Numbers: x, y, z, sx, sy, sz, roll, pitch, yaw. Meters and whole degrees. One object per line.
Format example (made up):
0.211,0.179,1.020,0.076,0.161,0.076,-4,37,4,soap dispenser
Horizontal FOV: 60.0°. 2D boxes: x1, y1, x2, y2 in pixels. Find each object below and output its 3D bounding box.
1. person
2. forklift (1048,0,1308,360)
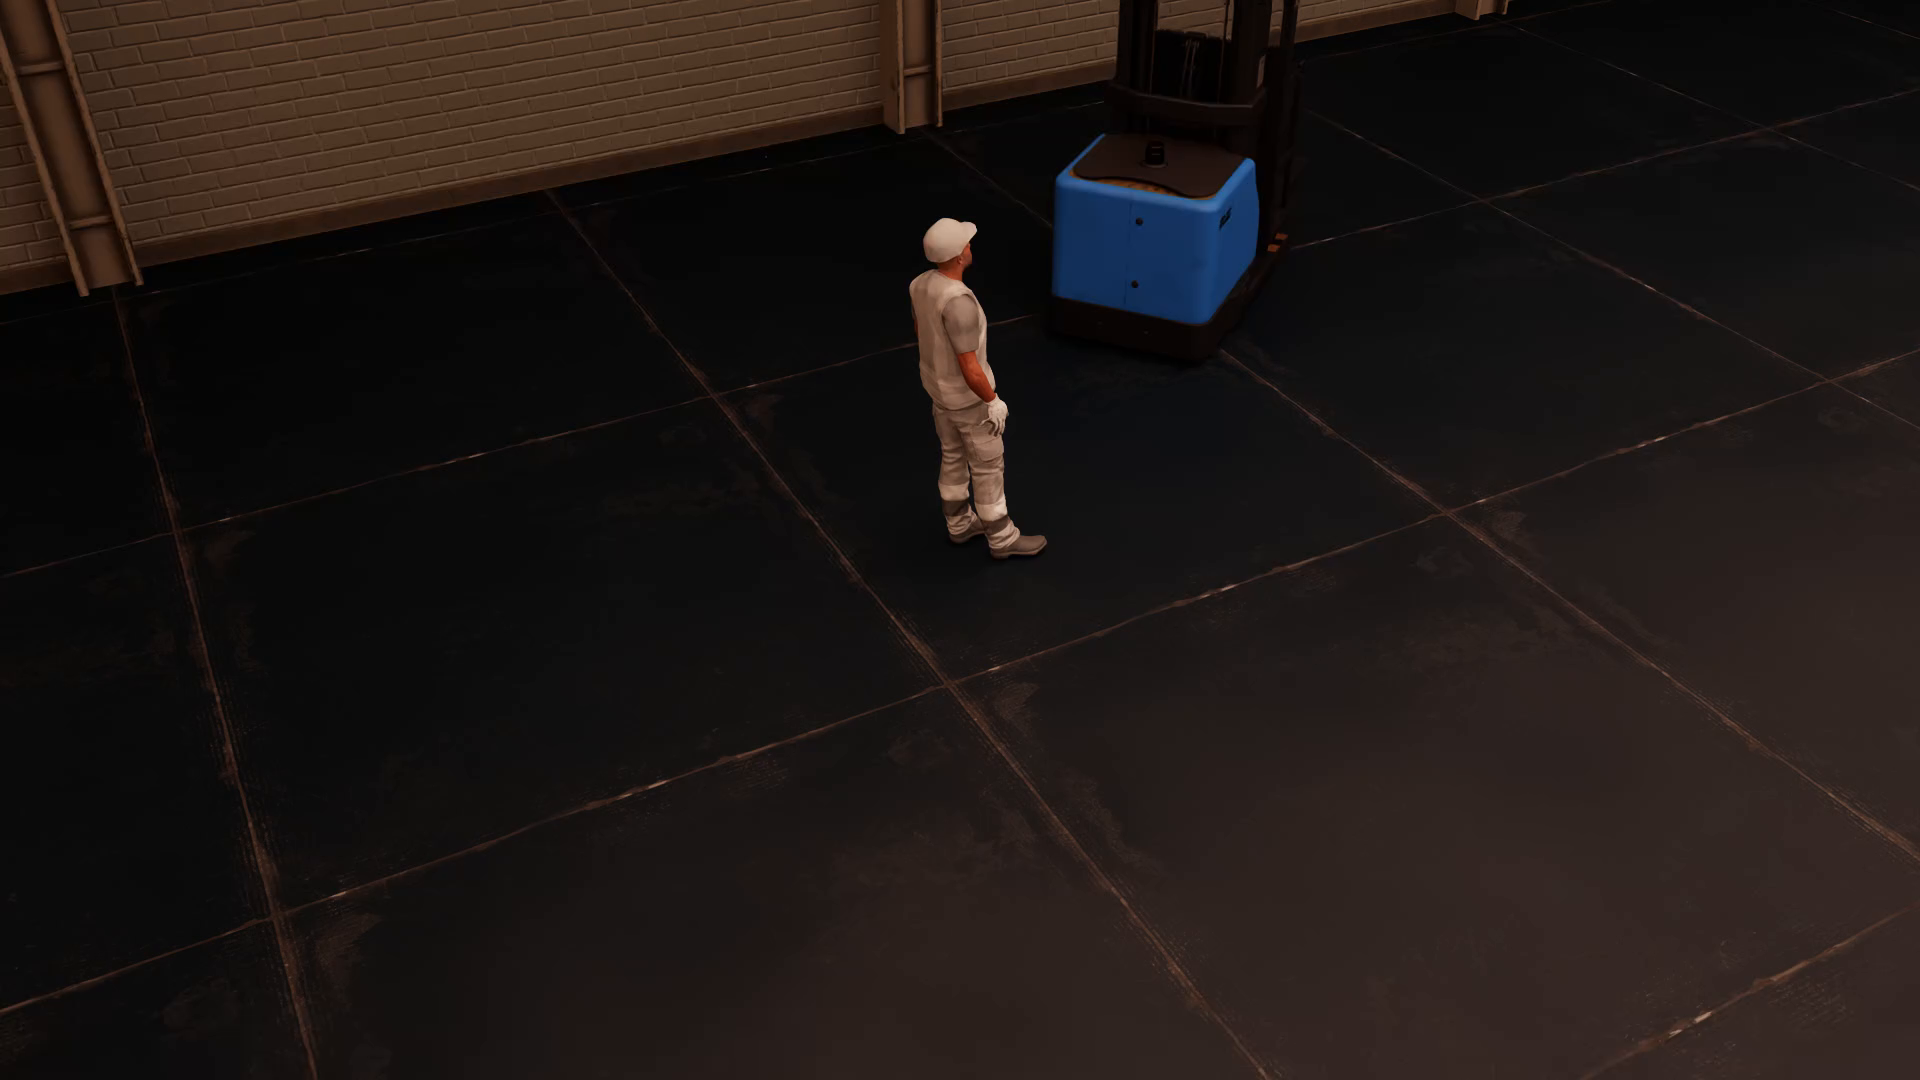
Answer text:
0.076,-0.752,8.163,0.564,1.787,0.637,-17,39,-23,person
1.626,-3.126,10.545,1.130,2.935,3.031,15,38,20,forklift
